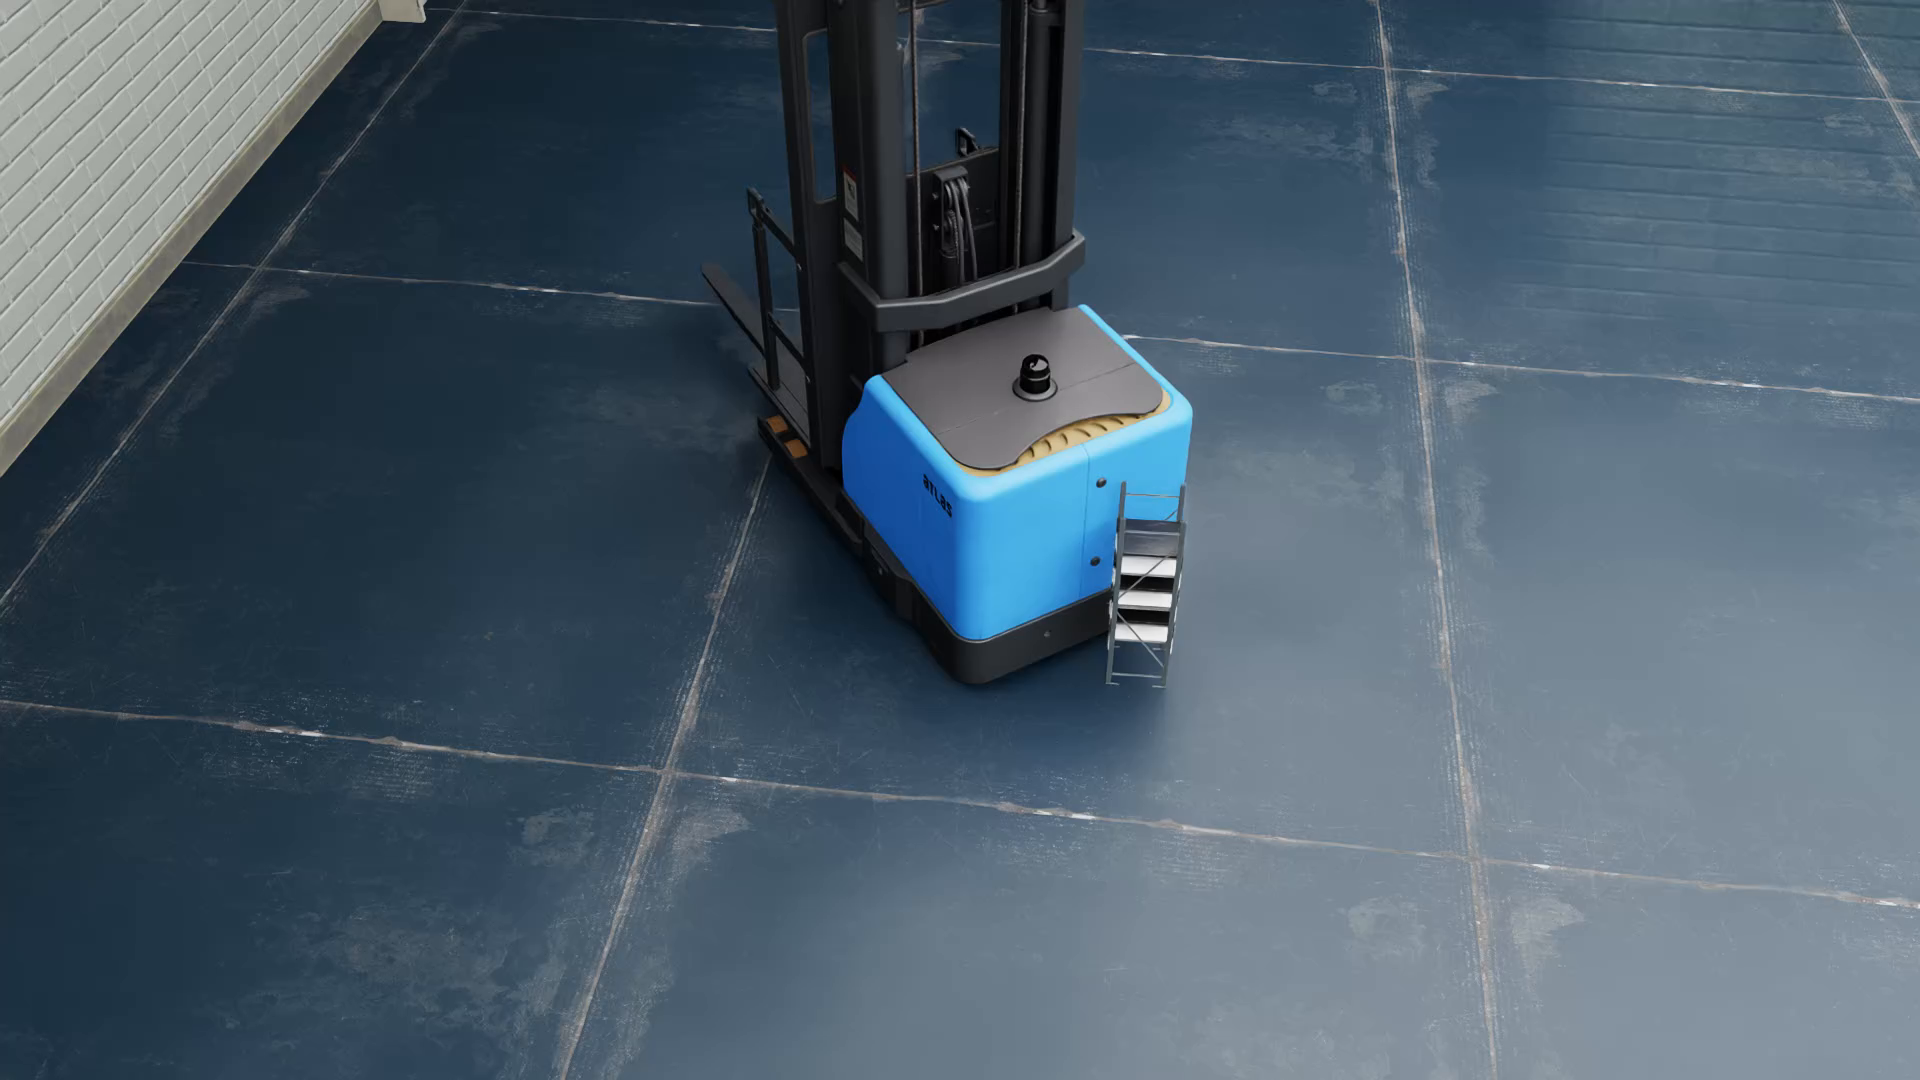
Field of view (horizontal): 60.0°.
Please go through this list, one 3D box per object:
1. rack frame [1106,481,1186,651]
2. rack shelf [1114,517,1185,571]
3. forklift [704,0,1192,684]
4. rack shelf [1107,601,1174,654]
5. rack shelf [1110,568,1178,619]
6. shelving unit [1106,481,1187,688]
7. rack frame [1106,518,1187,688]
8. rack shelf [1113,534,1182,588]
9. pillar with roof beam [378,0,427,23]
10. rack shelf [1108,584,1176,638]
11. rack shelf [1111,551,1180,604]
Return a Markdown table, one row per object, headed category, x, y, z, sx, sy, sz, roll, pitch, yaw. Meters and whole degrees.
| category | x | y | z | sx | sy | sz | roll | pitch | yaw |
| --- | --- | --- | --- | --- | --- | --- | --- | --- | --- |
| rack frame | 0.717 | 0.117 | 6.472 | 0.240 | 0.900 | 0.006 | 3 | 44 | 3 |
| rack shelf | 0.709 | 0.014 | 6.236 | 0.258 | 0.077 | 0.200 | 3 | 44 | 3 |
| forklift | -0.266 | -1.502 | 6.705 | 1.130 | 2.935 | 3.031 | -21 | 47 | -21 |
| rack shelf | 0.709 | 0.341 | 6.545 | 0.258 | 0.077 | 0.200 | 3 | 44 | 3 |
| rack shelf | 0.709 | 0.210 | 6.422 | 0.258 | 0.077 | 0.200 | 3 | 44 | 3 |
| shelving unit | 0.709 | 0.186 | 6.399 | 0.258 | 0.900 | 0.210 | 3 | 44 | 3 |
| rack frame | 0.701 | 0.256 | 6.325 | 0.240 | 0.900 | 0.006 | 3 | 44 | 3 |
| rack shelf | 0.709 | 0.080 | 6.298 | 0.258 | 0.077 | 0.200 | 3 | 44 | 3 |
| pillar with roof beam | 0.654 | -6.384 | 7.447 | 9.100 | 9.000 | 0.400 | 5 | 44 | 6 |
| rack shelf | 0.709 | 0.276 | 6.484 | 0.258 | 0.077 | 0.200 | 3 | 44 | 3 |
| rack shelf | 0.709 | 0.145 | 6.360 | 0.258 | 0.077 | 0.200 | 3 | 44 | 3 |
